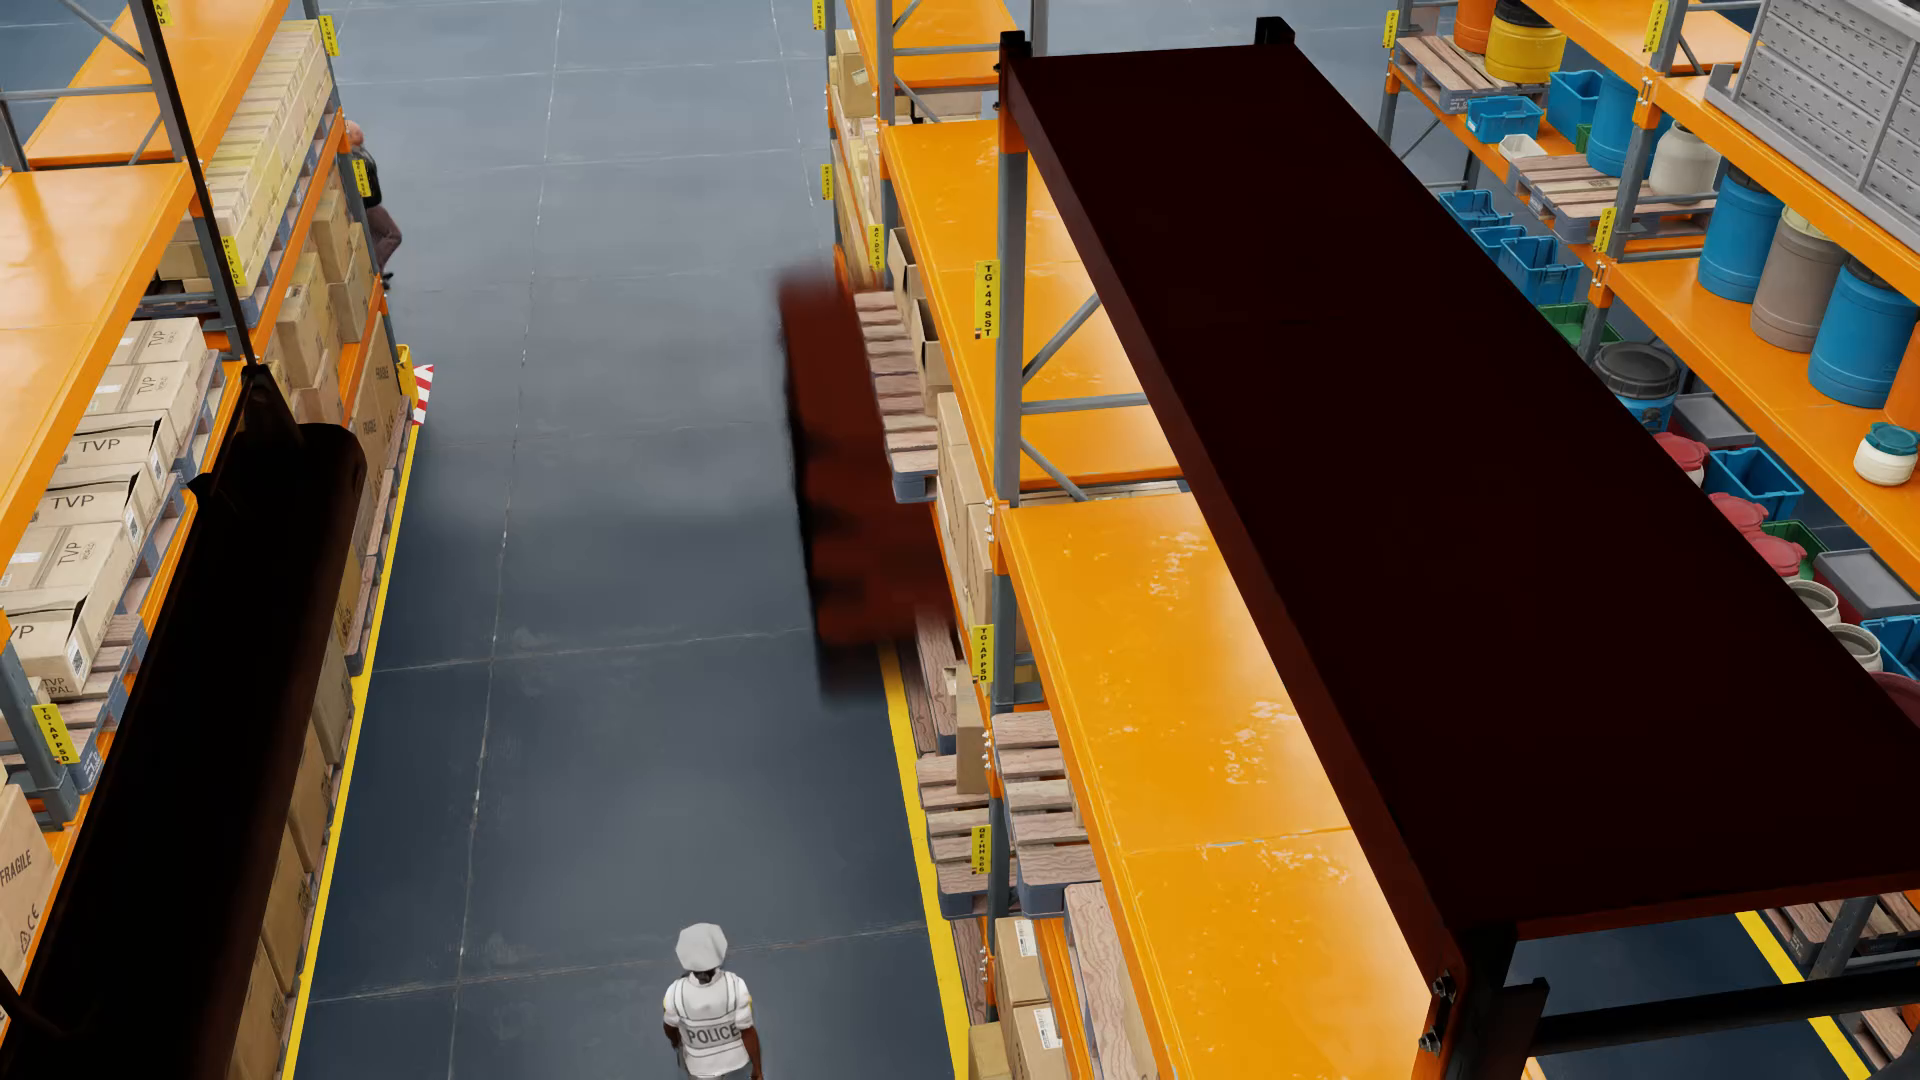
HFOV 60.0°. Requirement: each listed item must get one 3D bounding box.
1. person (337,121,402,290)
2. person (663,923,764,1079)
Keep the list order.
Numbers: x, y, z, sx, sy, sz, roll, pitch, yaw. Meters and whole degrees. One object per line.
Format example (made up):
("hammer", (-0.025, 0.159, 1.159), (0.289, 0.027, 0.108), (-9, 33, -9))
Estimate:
("person", (-5.897, -3.349, 16.550), (0.457, 1.741, 0.512), (-19, 41, -24))
("person", (-1.260, 2.591, 8.520), (0.454, 1.584, 1.070), (-14, 39, -18))
